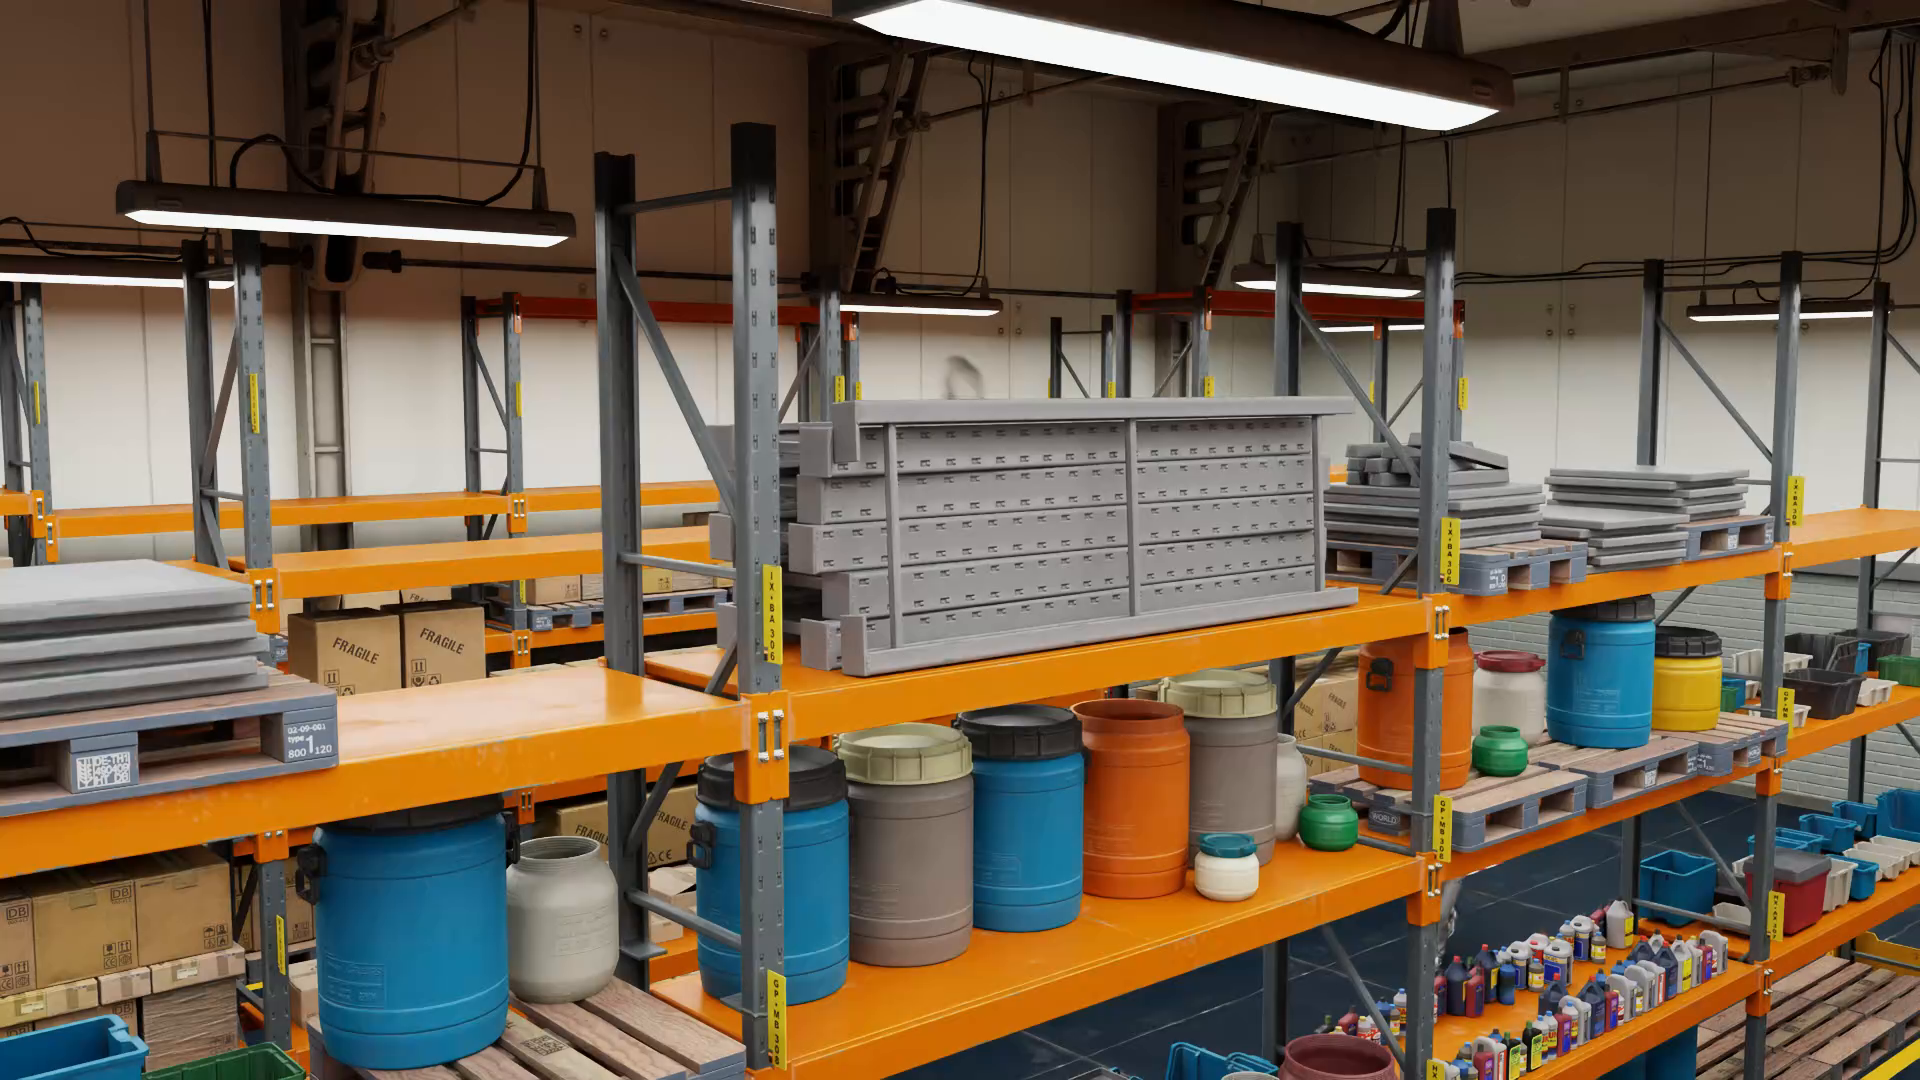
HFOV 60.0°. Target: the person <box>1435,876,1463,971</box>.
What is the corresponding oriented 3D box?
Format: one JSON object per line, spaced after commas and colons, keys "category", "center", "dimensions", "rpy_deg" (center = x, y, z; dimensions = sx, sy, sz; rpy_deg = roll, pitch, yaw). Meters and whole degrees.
{"category": "person", "center": [4.332, 2.997, 14.810], "dimensions": [0.542, 1.574, 0.694], "rpy_deg": [4, 7, 37]}
